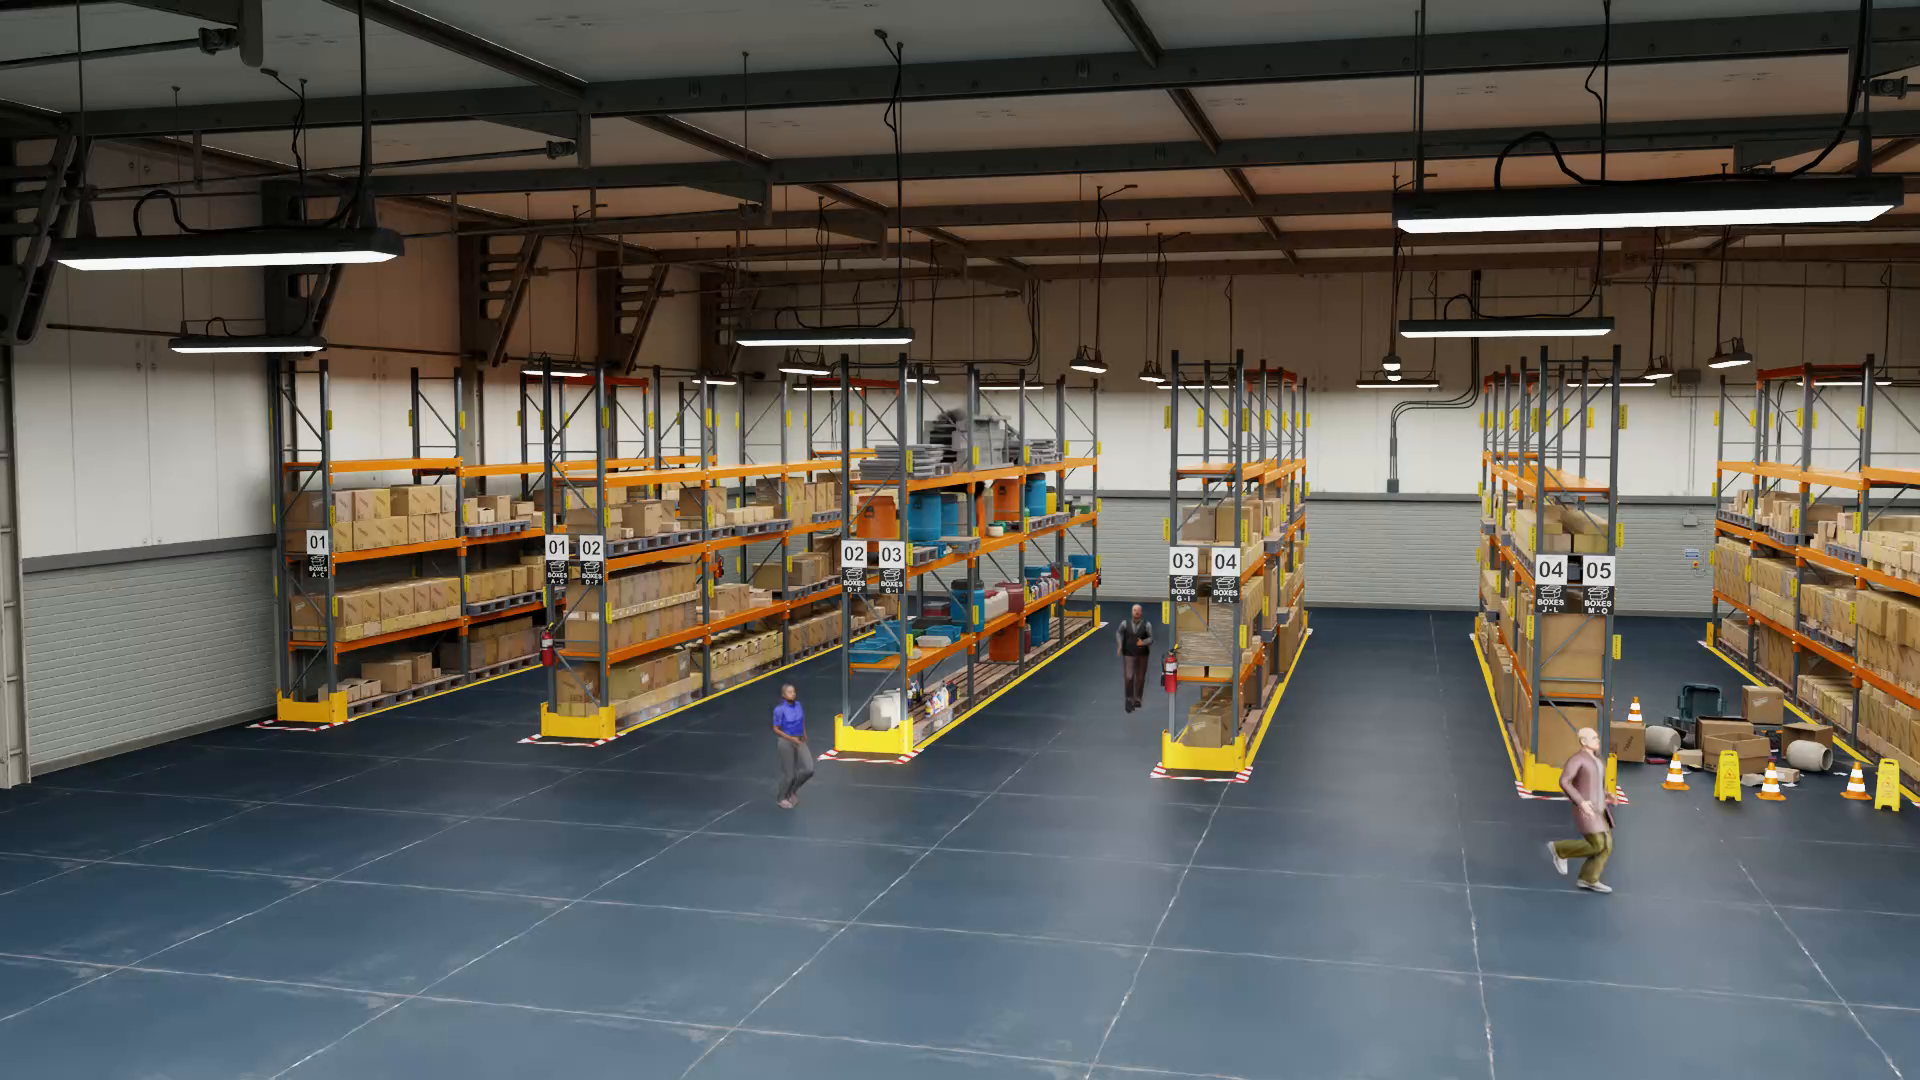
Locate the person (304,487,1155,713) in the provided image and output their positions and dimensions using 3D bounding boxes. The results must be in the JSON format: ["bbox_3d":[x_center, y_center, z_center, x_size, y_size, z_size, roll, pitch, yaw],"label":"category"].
[{"bbox_3d":[-4.017,0.957,27.525,14.403,3.632,0.650,0,4,5],"label":"person"}]

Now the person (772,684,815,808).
[{"bbox_3d":[-2.142,2.654,21.426,0.573,1.615,0.590,4,6,44],"label":"person"}]

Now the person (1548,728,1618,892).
[{"bbox_3d":[6.673,2.865,17.786,0.677,1.737,0.657,-4,6,-42],"label":"person"}]
